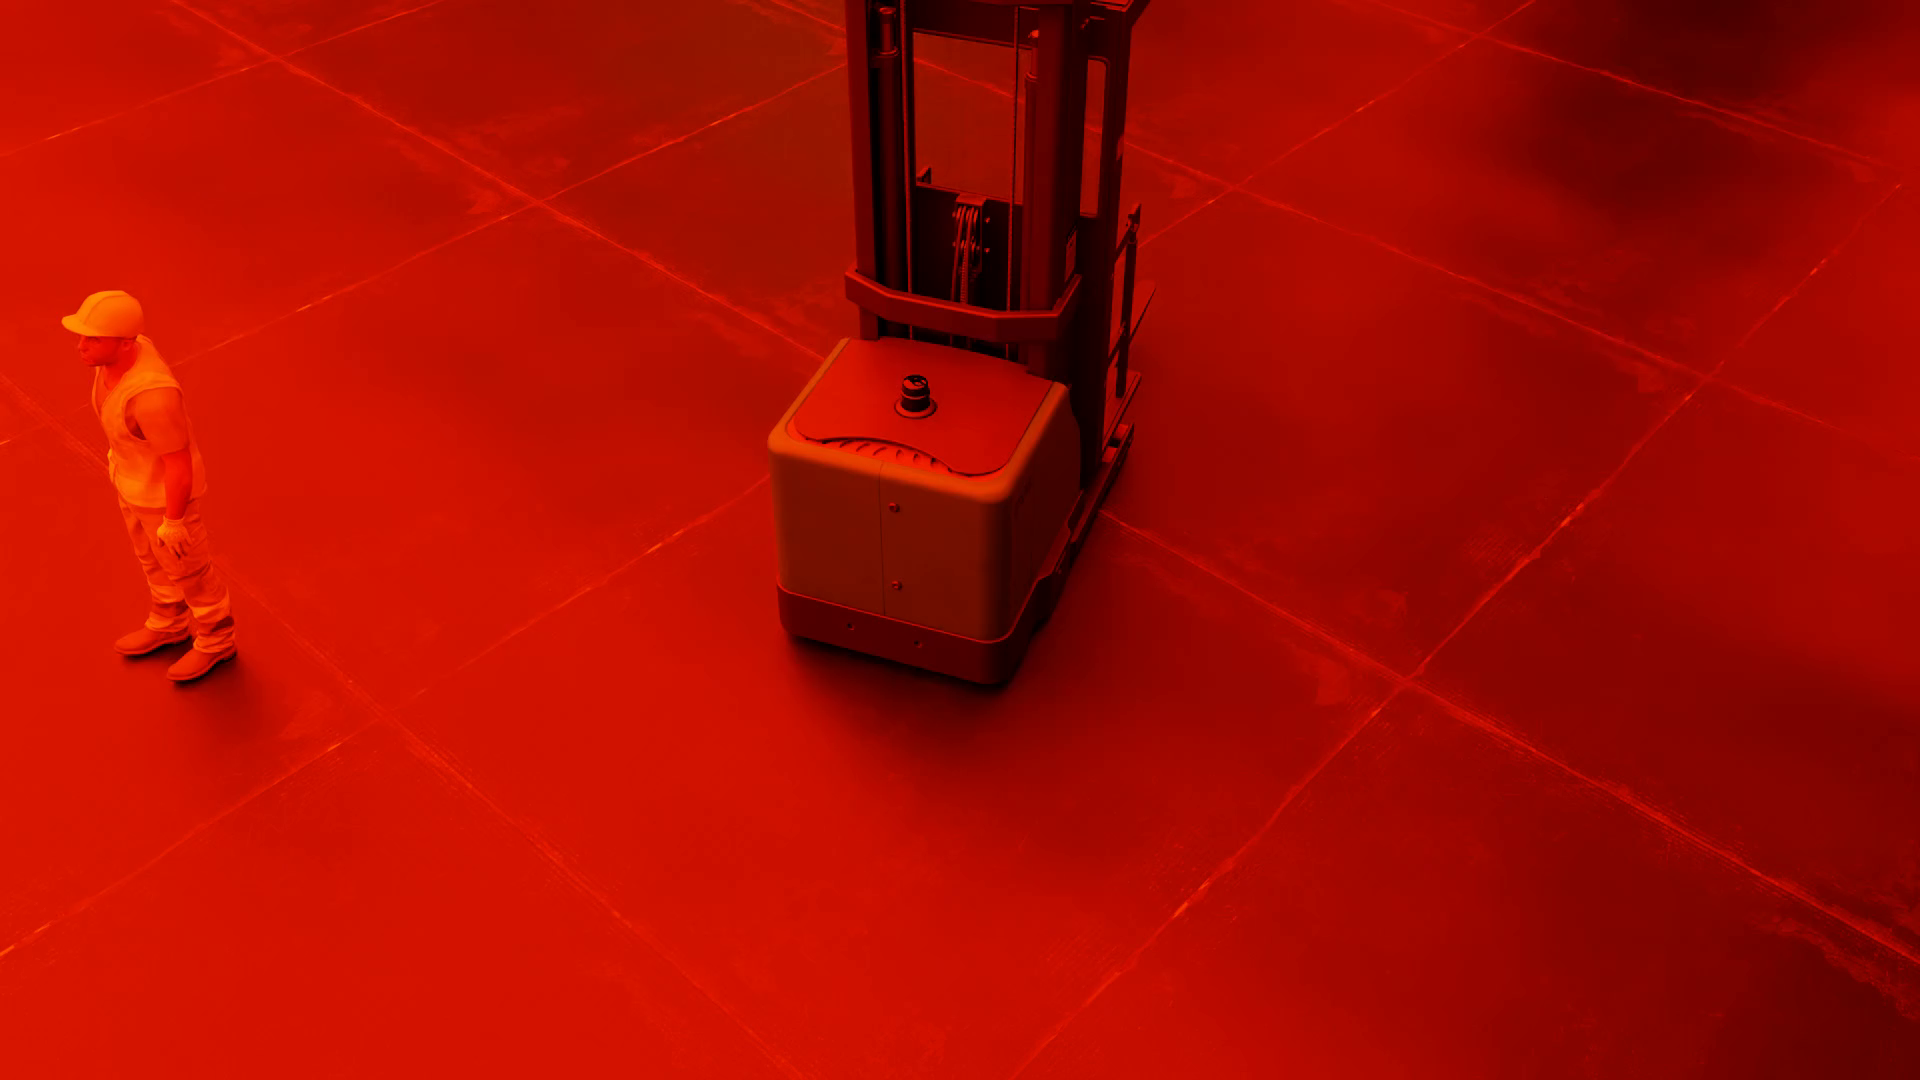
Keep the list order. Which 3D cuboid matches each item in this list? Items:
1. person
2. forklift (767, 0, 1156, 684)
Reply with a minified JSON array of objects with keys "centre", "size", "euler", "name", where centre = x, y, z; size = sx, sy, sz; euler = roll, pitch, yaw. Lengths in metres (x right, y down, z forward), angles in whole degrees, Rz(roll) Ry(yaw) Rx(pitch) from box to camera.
[{"centre":[-3.213,-0.171,6.494],"size":[0.562,1.789,0.638],"euler":[-28,48,-29],"name":"person"},{"centre":[0.211,-1.484,7.158],"size":[1.130,2.935,3.031],"euler":[14,42,15],"name":"forklift"}]
